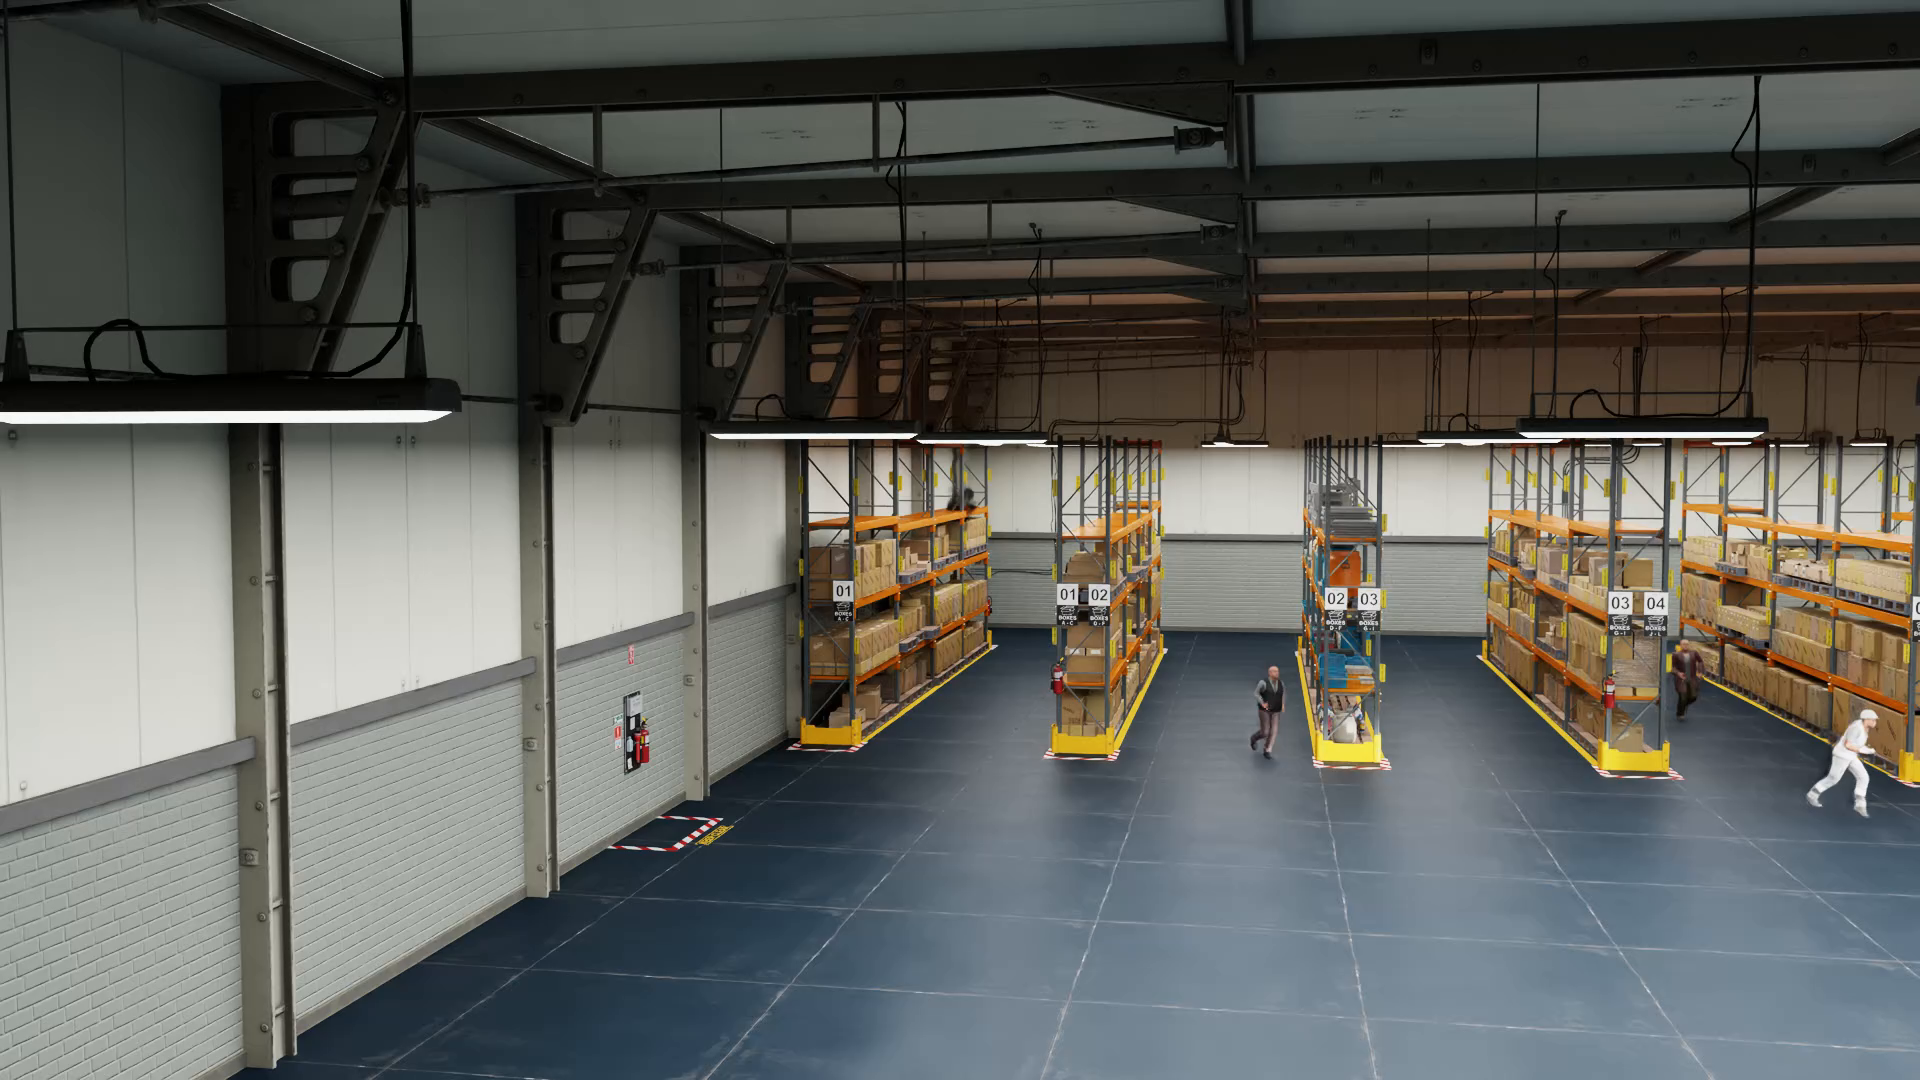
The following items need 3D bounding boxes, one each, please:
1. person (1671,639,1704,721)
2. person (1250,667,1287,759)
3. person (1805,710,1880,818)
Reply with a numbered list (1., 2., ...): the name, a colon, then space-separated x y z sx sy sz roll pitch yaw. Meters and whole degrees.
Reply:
1. person: 15.300 2.959 35.018 0.747 1.732 0.690 0 3 9
2. person: 5.814 3.215 31.136 0.689 1.709 0.687 -1 3 -16
3. person: 13.885 3.486 26.156 1.048 1.732 0.706 3 4 45
